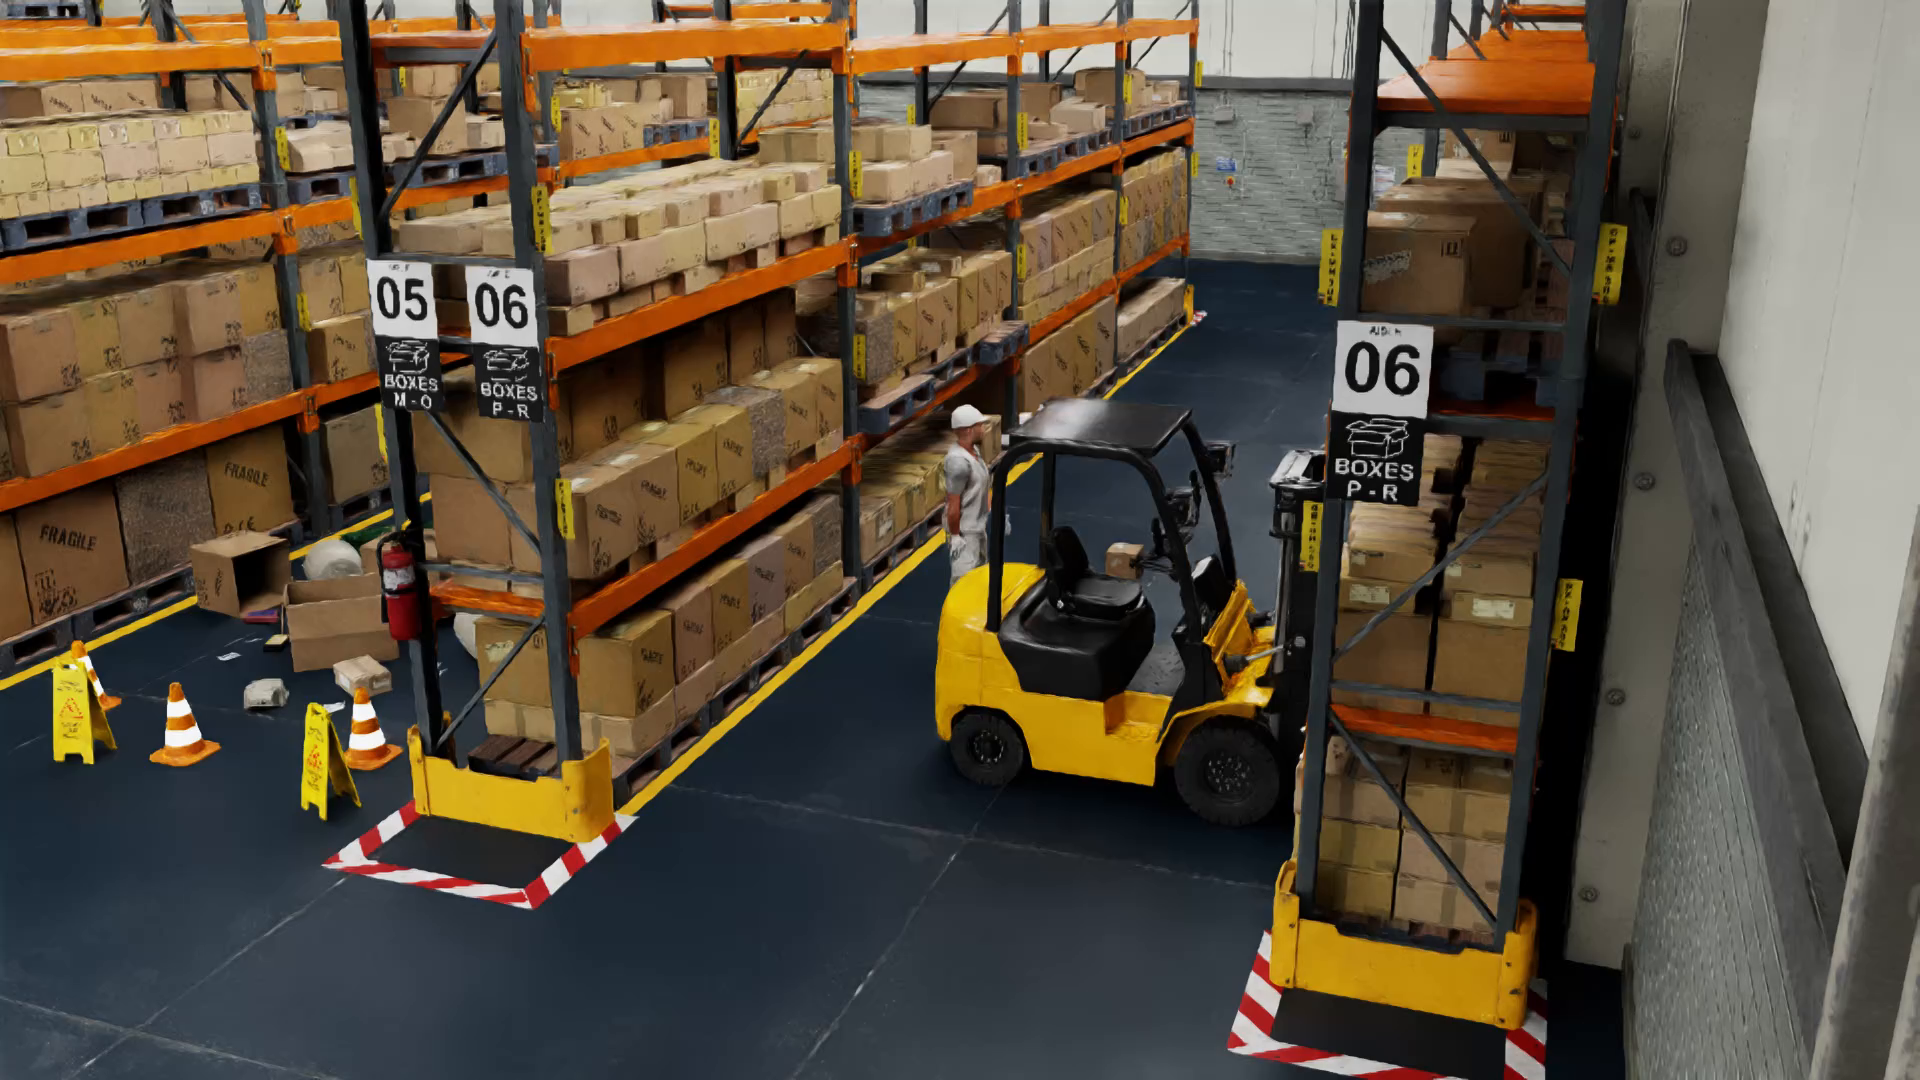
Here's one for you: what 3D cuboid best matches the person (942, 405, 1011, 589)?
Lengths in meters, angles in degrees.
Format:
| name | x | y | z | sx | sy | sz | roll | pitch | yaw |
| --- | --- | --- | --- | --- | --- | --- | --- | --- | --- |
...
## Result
| name | x | y | z | sx | sy | sz | roll | pitch | yaw |
| --- | --- | --- | --- | --- | --- | --- | --- | --- | --- |
| person | 0.106 | -0.057 | 11.671 | 0.478 | 1.787 | 0.628 | 3 | 19 | 10 |
